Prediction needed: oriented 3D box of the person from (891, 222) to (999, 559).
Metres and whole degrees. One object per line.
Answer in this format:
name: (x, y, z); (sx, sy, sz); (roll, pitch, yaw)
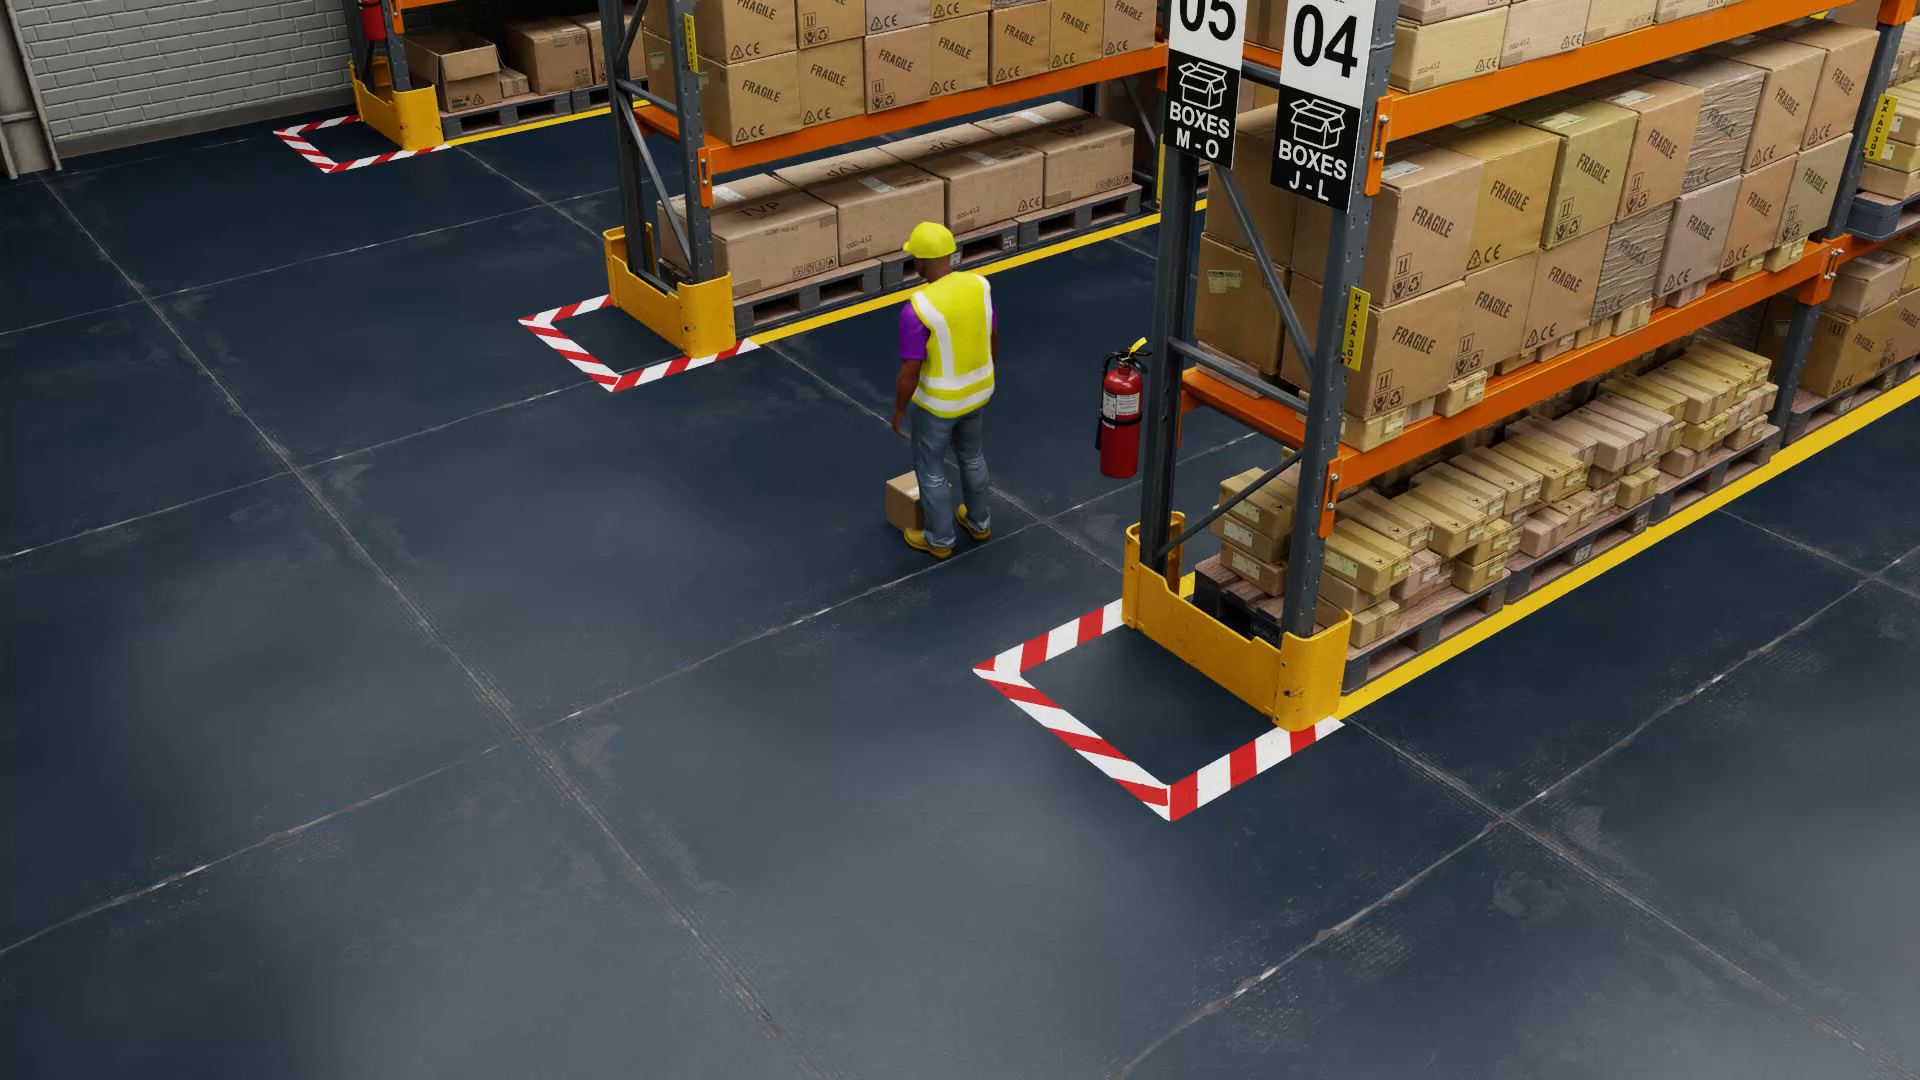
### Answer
person: (-0.078, -0.737, 8.299); (0.635, 1.761, 0.455); (-25, 40, -34)
